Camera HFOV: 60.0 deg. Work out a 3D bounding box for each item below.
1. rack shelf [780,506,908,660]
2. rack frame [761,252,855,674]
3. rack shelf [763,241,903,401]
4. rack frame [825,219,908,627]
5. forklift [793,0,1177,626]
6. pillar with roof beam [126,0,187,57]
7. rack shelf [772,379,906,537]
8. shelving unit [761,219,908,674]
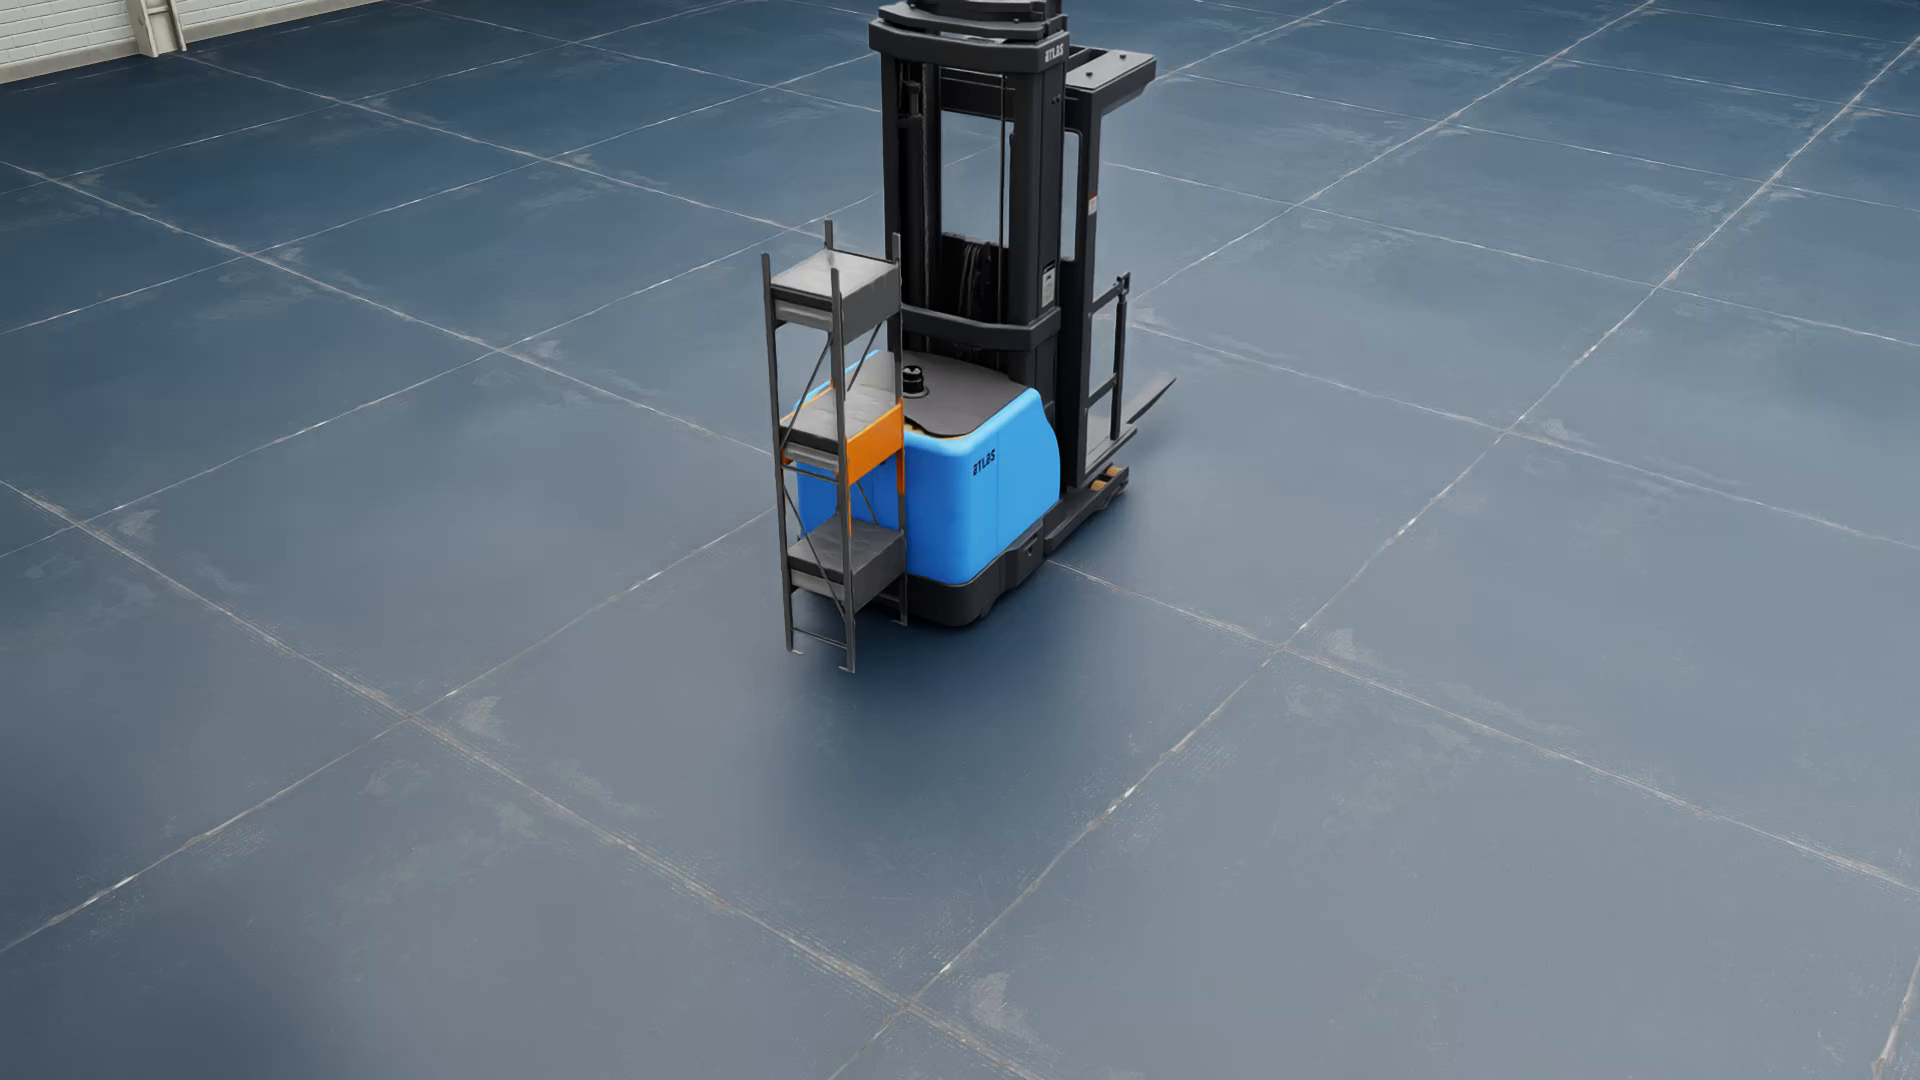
[{"bbox_3d":[-0.567,0.207,8.241,0.431,0.518,0.480,17,34,26],"label":"rack shelf"},{"bbox_3d":[-0.691,-0.300,7.696,0.400,2.100,0.015,17,34,26],"label":"rack frame"},{"bbox_3d":[-0.567,-0.997,7.527,0.431,0.518,0.480,17,34,26],"label":"rack shelf"},{"bbox_3d":[-0.444,-0.514,8.058,0.400,2.100,0.015,17,34,26],"label":"rack frame"},{"bbox_3d":[0.328,-1.545,8.983,1.130,2.935,3.031,17,34,26],"label":"forklift"},{"bbox_3d":[-5.362,-7.936,13.815,9.100,9.000,0.400,21,37,31],"label":"pillar with roof beam"},{"bbox_3d":[-0.567,-0.395,7.884,0.431,0.518,0.480,17,34,26],"label":"rack shelf"},{"bbox_3d":[-0.567,-0.407,7.877,0.431,2.100,0.503,17,34,26],"label":"shelving unit"}]
